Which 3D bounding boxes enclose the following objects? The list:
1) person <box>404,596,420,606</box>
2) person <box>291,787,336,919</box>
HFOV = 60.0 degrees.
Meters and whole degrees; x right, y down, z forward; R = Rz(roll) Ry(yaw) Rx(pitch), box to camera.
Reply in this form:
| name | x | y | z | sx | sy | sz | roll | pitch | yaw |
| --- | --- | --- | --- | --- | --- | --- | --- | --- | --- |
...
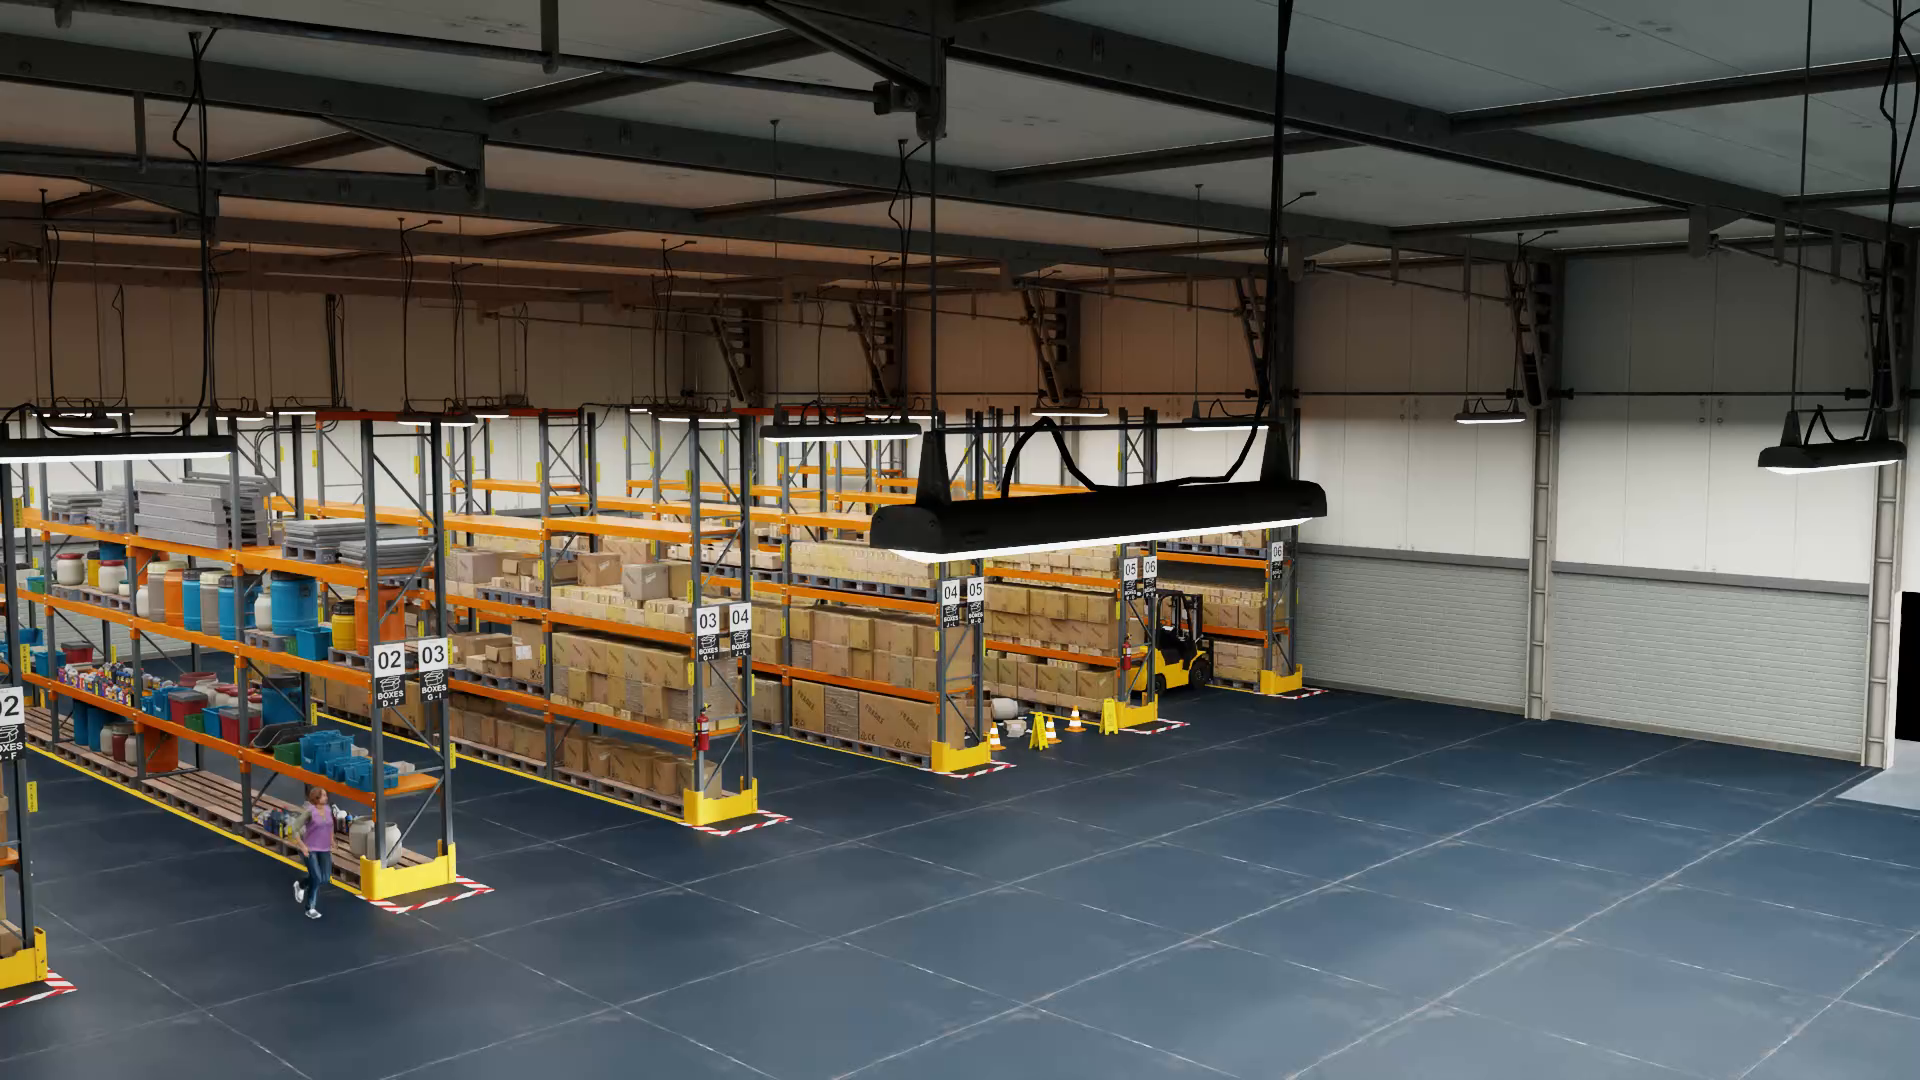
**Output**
| name | x | y | z | sx | sy | sz | roll | pitch | yaw |
| --- | --- | --- | --- | --- | --- | --- | --- | --- | --- |
| person | -12.694 | 2.065 | 38.297 | 0.703 | 1.769 | 0.872 | -1 | 5 | -6 |
| person | -7.867 | 3.779 | 20.248 | 0.570 | 1.524 | 0.587 | 3 | 6 | 31 |
